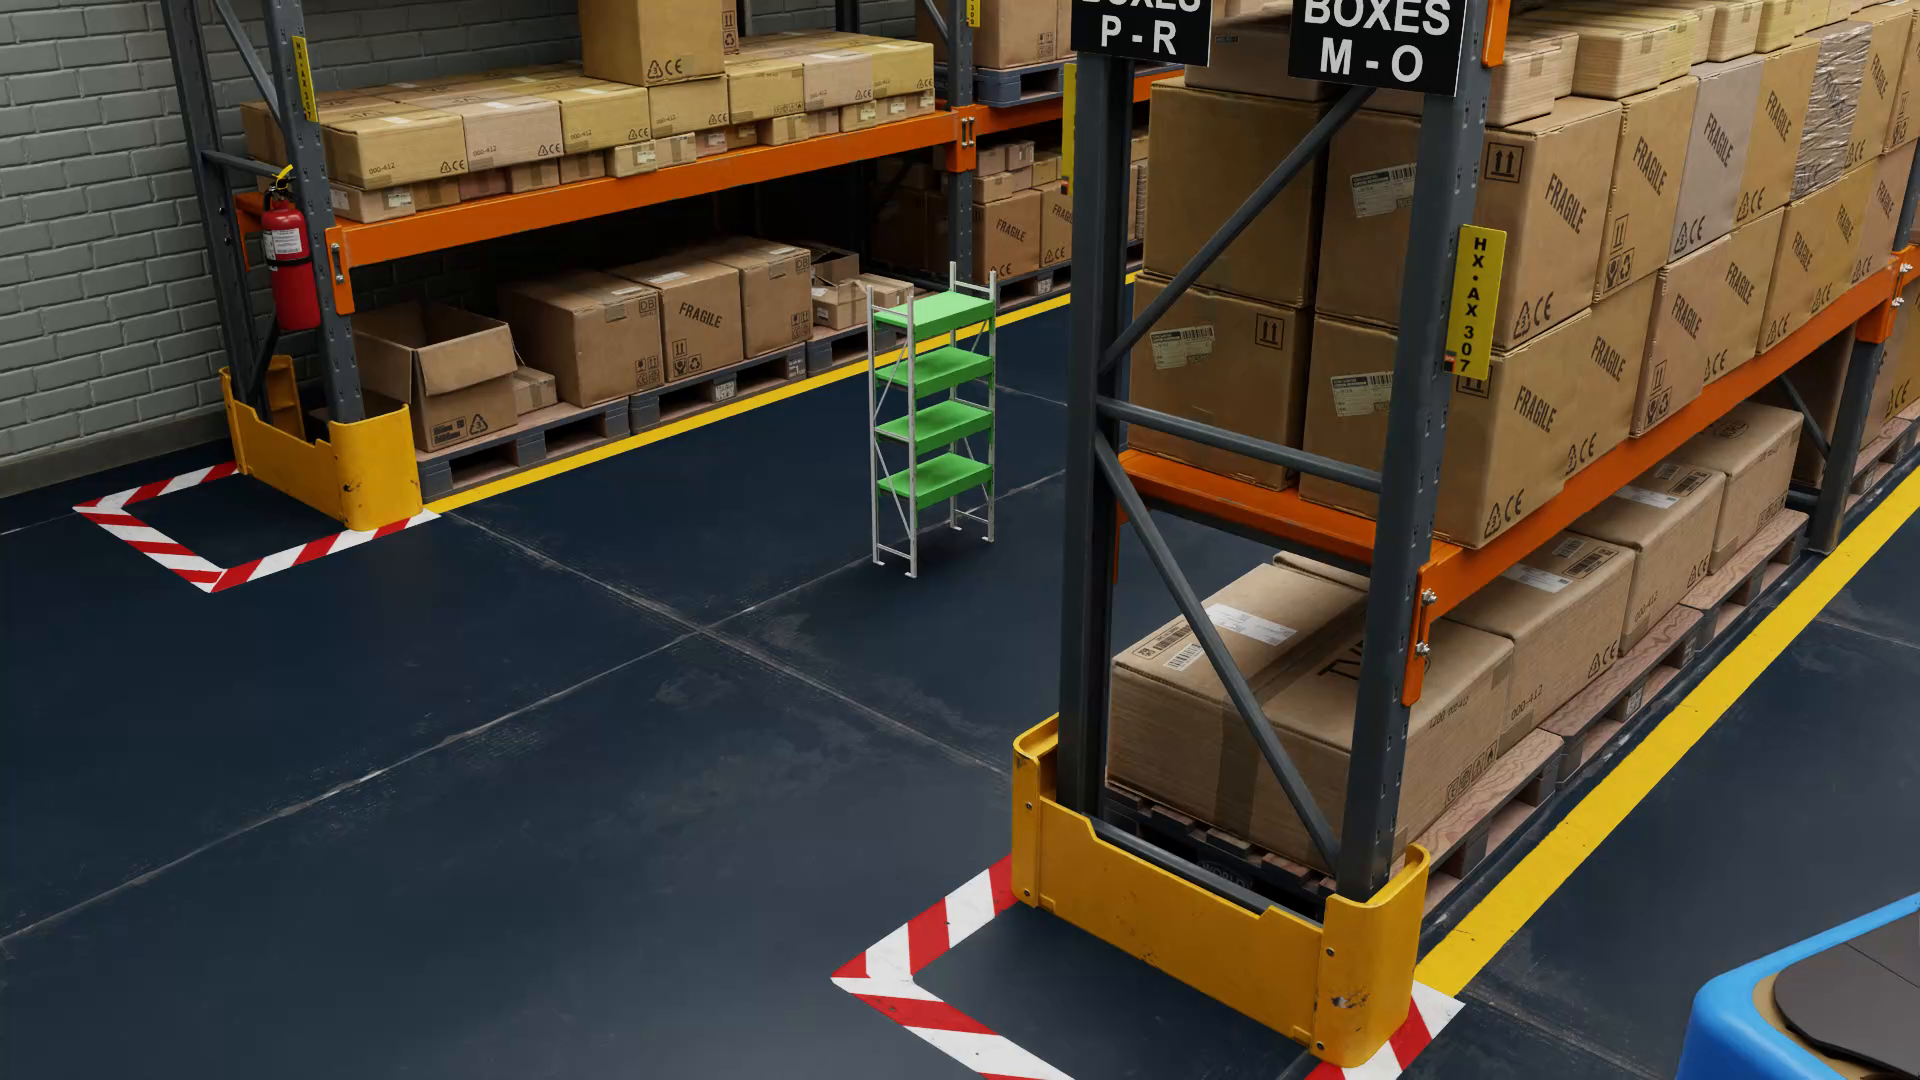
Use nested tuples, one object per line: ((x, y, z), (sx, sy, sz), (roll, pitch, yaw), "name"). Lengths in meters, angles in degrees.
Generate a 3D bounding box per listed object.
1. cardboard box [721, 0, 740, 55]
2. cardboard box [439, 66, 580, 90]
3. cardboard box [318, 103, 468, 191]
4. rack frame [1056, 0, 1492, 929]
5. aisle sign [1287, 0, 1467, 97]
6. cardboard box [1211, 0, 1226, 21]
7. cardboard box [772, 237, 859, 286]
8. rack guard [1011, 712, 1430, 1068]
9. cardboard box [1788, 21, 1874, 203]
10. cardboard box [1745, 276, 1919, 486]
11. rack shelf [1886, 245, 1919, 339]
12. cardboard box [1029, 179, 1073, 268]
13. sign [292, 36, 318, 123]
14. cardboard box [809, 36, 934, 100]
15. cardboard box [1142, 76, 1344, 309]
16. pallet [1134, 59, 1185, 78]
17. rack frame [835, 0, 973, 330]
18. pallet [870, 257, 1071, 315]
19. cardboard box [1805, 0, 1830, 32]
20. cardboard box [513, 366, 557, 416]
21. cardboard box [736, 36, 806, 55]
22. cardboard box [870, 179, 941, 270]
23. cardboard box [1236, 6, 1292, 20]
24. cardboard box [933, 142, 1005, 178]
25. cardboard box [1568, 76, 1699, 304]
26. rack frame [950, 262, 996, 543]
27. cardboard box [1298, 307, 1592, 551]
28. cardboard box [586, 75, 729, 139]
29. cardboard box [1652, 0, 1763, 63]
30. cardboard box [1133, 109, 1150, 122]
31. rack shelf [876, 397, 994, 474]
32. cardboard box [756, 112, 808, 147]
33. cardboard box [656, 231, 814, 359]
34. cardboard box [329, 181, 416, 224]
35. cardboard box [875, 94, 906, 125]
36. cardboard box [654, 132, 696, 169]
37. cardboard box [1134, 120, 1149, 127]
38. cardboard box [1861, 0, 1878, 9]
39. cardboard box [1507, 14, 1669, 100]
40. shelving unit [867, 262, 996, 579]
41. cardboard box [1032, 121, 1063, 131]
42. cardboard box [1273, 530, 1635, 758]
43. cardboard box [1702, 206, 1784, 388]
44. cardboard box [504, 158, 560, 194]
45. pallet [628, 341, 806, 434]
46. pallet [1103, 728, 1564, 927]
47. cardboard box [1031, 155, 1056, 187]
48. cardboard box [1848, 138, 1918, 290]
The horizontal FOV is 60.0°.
((-1.531, -2.830, 8.799), (0.500, 0.500, 0.500), (19, 30, 36), "cardboard box")
((-2.220, -2.169, 8.241), (0.500, 0.250, 0.500), (21, 32, 39), "cardboard box")
((-2.505, -1.715, 7.228), (0.500, 0.250, 0.500), (20, 31, 38), "cardboard box")
((0.691, -0.229, 4.094), (1.000, 3.000, 0.127), (20, 31, 38), "rack frame")
((0.859, -1.314, 3.336), (0.394, 0.787, 0.004), (20, 31, 38), "aisle sign")
((1.379, -3.711, 11.221), (0.797, 0.503, 0.637), (19, 31, 36), "cardboard box")
((-0.955, -1.630, 9.991), (0.500, 0.311, 0.500), (22, 32, 39), "cardboard box")
((0.675, 0.919, 4.589), (1.175, 0.500, 0.348), (20, 31, 38), "rack guard")
((2.574, -1.420, 5.406), (0.500, 0.500, 0.500), (21, 31, 38), "cardboard box")
((3.715, -0.880, 7.630), (0.875, 0.875, 0.875), (21, 32, 39), "cardboard box")
((4.695, -1.728, 8.318), (1.077, 0.370, 4.000), (20, 31, 38), "rack shelf")
((0.500, -2.103, 10.817), (0.500, 0.500, 0.500), (20, 31, 37), "cardboard box")
((-2.604, -1.830, 6.606), (0.100, 0.325, 0.005), (20, 31, 38), "sign")
((-0.497, -2.647, 9.307), (0.500, 0.250, 0.500), (21, 32, 39), "cardboard box")
((0.835, -0.942, 4.341), (0.500, 0.500, 0.500), (21, 32, 39), "cardboard box")
((1.037, -3.339, 11.265), (1.003, 0.211, 1.213), (20, 31, 38), "pallet")
((-0.338, -2.802, 9.832), (1.000, 3.000, 0.127), (20, 31, 38), "rack frame")
((0.176, -1.787, 10.978), (1.003, 0.211, 1.213), (20, 31, 38), "pallet")
((2.492, -1.692, 5.221), (0.380, 0.149, 0.250), (19, 31, 36), "cardboard box")
((-2.217, -0.753, 8.234), (0.380, 0.149, 0.250), (19, 30, 36), "cardboard box")
((-1.200, -2.637, 9.285), (0.500, 0.250, 0.500), (20, 31, 37), "cardboard box")
((-0.231, -2.083, 10.771), (0.500, 0.500, 0.500), (20, 31, 37), "cardboard box")
((0.933, -1.274, 4.289), (0.380, 0.149, 0.250), (21, 31, 38), "cardboard box")
((0.054, -2.337, 10.183), (0.380, 0.149, 0.250), (19, 31, 37), "cardboard box")
((1.563, -0.958, 4.377), (0.500, 0.500, 0.500), (19, 30, 36), "cardboard box")
((0.052, -0.571, 7.058), (0.240, 1.200, 0.015), (20, 31, 38), "rack frame")
((1.225, -0.342, 4.224), (0.500, 0.500, 0.500), (20, 31, 37), "cardboard box")
((-1.507, -2.185, 8.278), (0.500, 0.250, 0.500), (19, 30, 36), "cardboard box")
((2.011, -1.450, 4.681), (0.380, 0.149, 0.250), (20, 31, 38), "cardboard box")
((1.197, -3.065, 12.168), (0.380, 0.149, 0.250), (18, 30, 35), "cardboard box")
((-0.110, -0.439, 6.918), (0.258, 0.148, 0.480), (20, 31, 38), "rack shelf")
((-1.021, -2.192, 8.779), (0.380, 0.149, 0.250), (20, 31, 37), "cardboard box")
((-1.237, -1.360, 9.160), (0.700, 0.500, 0.500), (19, 30, 36), "cardboard box")
((-2.584, -1.493, 7.222), (0.380, 0.149, 0.250), (20, 31, 37), "cardboard box")
((-0.521, -2.436, 9.323), (0.380, 0.149, 0.250), (21, 32, 39), "cardboard box")
((-1.527, -1.958, 8.258), (0.380, 0.149, 0.250), (21, 32, 39), "cardboard box")
((1.446, -2.844, 11.675), (0.380, 0.149, 0.250), (20, 31, 37), "cardboard box")
((2.961, -1.940, 5.774), (0.380, 0.149, 0.250), (20, 31, 38), "cardboard box")
((1.515, -1.206, 4.137), (0.380, 0.149, 0.250), (21, 32, 39), "cardboard box")
((-0.110, -0.497, 6.892), (0.258, 1.200, 0.503), (20, 31, 38), "shelving unit")
((0.716, -2.814, 11.609), (0.380, 0.149, 0.250), (19, 30, 36), "cardboard box")
((1.661, 0.239, 5.668), (0.875, 0.438, 0.875), (21, 32, 39), "cardboard box")
((2.217, -0.811, 5.270), (0.500, 0.500, 0.500), (21, 32, 39), "cardboard box")
((-2.085, -1.733, 7.757), (0.380, 0.149, 0.250), (21, 32, 39), "cardboard box")
((-1.612, -0.947, 9.104), (1.003, 0.211, 1.213), (20, 31, 38), "pallet")
((1.166, 0.779, 5.255), (1.003, 0.211, 1.213), (20, 31, 38), "pallet")
((0.389, -2.372, 10.623), (0.380, 0.149, 0.250), (18, 30, 35), "cardboard box")
((3.241, -1.282, 6.320), (0.500, 0.500, 0.500), (20, 31, 38), "cardboard box")
